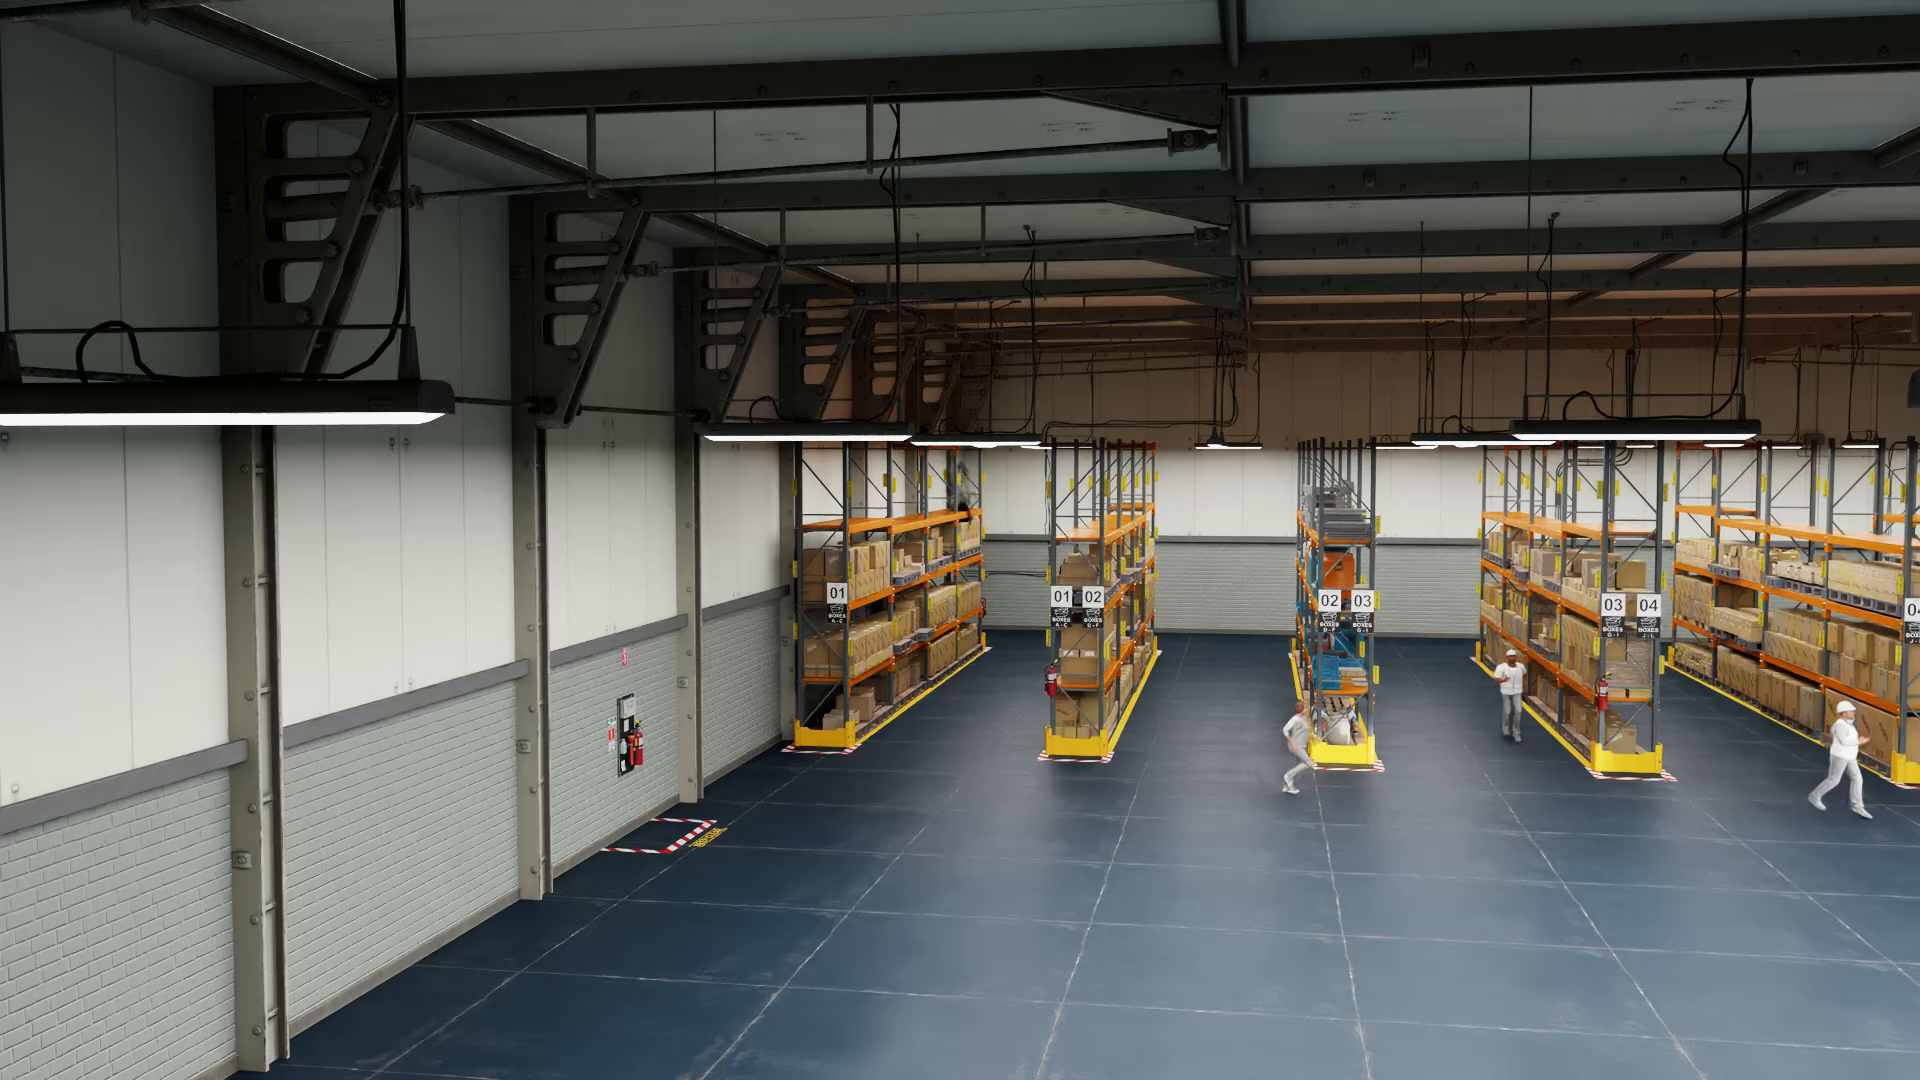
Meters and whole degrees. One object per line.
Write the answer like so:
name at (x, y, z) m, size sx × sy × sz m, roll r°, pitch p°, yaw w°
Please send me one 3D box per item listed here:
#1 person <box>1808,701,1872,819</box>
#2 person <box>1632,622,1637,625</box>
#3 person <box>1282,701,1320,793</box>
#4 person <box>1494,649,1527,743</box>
person at (13.861, 3.430, 26.166) m, size 0.899 × 1.807 × 0.635 m, roll 3°, pitch 4°, yaw 44°
person at (18.594, 2.463, 45.313) m, size 0.677 × 1.748 × 0.710 m, roll -1°, pitch 3°, yaw -25°
person at (5.688, 3.468, 27.778) m, size 0.627 × 1.554 × 0.515 m, roll 2°, pitch 3°, yaw 28°
person at (10.962, 3.079, 33.084) m, size 0.682 × 1.821 × 0.766 m, roll 0°, pitch 3°, yaw 8°
